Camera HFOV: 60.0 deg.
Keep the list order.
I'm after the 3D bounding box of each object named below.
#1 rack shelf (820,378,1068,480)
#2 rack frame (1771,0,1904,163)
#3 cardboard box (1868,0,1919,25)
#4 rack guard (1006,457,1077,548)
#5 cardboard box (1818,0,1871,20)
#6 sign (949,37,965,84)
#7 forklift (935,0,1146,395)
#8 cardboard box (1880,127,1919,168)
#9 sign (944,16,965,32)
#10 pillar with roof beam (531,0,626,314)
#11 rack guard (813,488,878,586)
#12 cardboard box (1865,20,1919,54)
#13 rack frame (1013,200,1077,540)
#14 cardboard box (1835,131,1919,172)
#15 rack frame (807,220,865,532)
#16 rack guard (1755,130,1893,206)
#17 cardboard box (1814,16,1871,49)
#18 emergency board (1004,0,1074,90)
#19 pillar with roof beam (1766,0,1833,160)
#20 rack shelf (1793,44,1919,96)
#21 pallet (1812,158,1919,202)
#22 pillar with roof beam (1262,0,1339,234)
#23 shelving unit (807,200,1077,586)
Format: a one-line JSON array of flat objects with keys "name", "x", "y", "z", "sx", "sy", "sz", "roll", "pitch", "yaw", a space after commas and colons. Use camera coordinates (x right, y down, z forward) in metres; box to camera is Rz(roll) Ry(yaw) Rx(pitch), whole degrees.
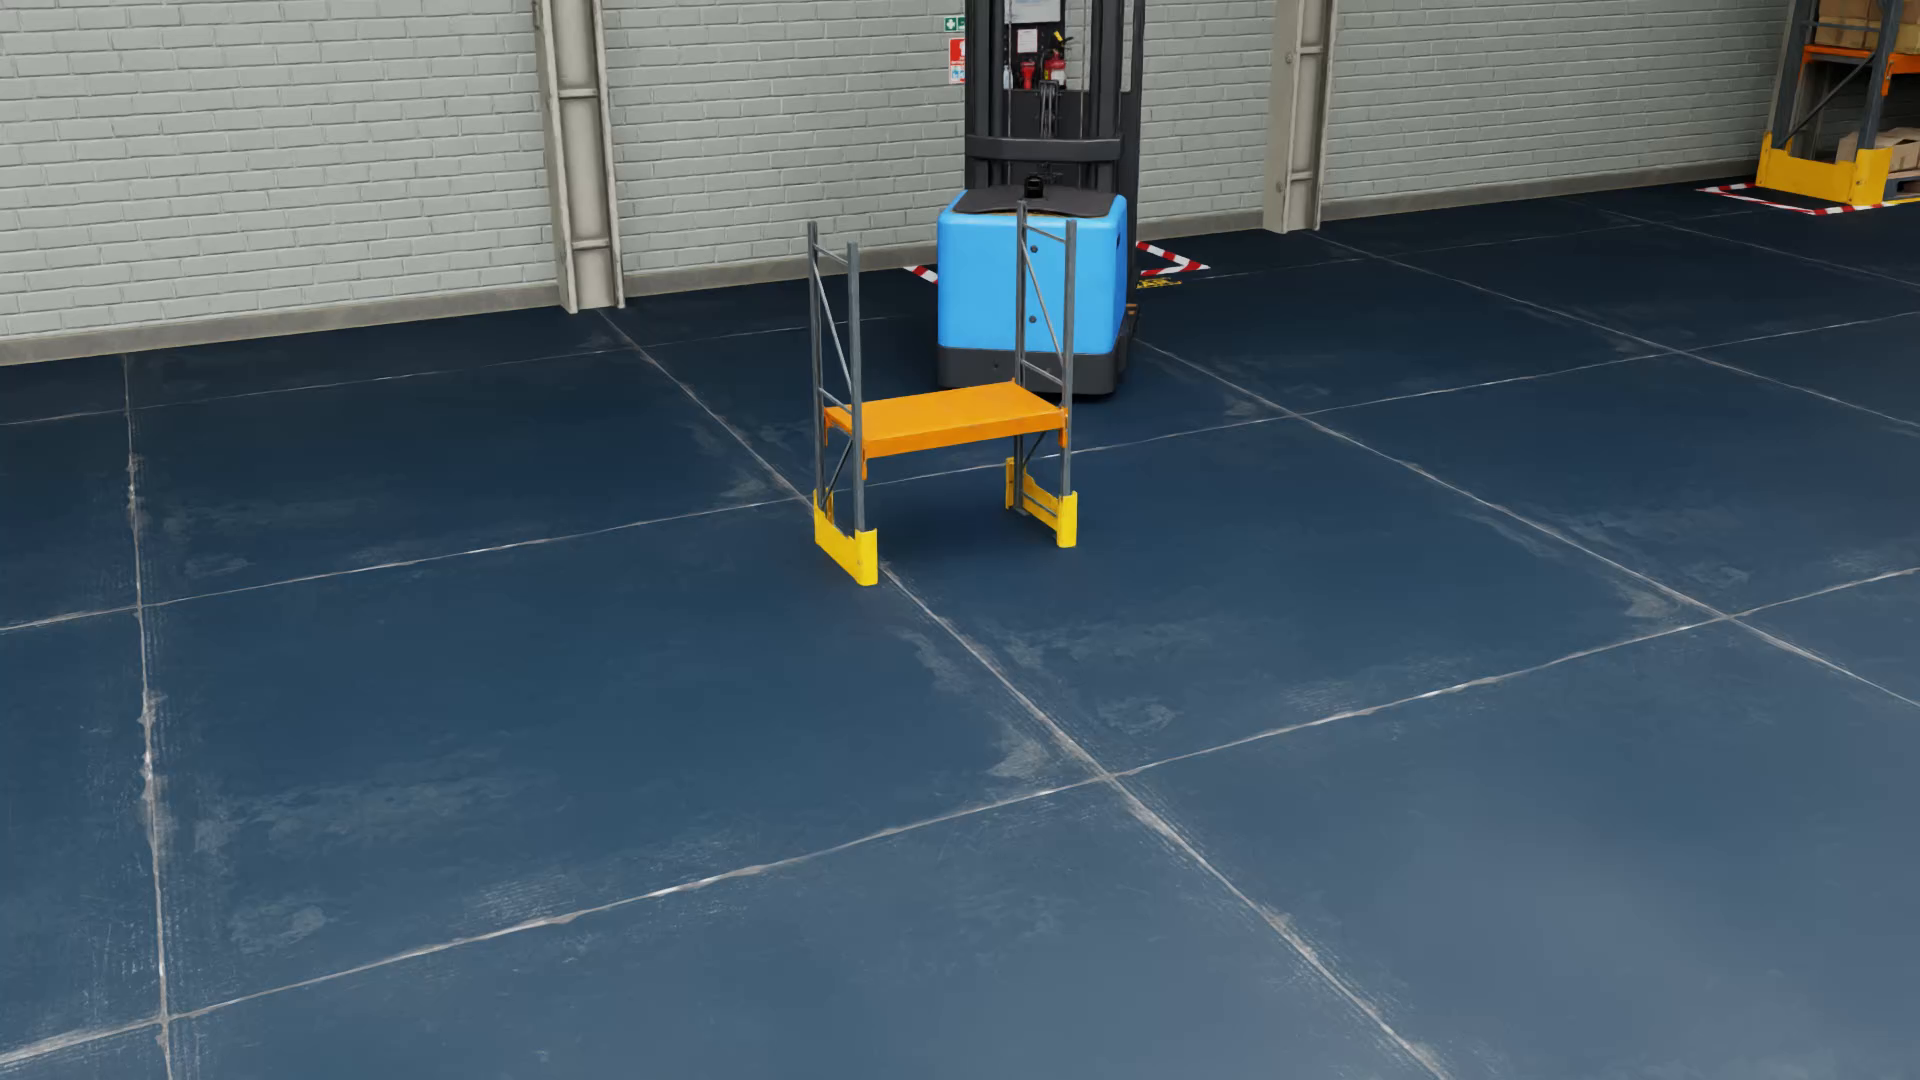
[{"name": "rack shelf", "x": -0.077, "y": -0.513, "z": 7.498, "sx": 1.000, "sy": 0.185, "sz": 0.538, "roll": -10, "pitch": 25, "yaw": -24}, {"name": "rack frame", "x": 7.961, "y": -4.619, "z": 14.986, "sx": 0.127, "sy": 3.000, "sz": 1.000, "roll": -10, "pitch": 25, "yaw": -24}, {"name": "cardboard box", "x": 8.521, "y": -4.881, "z": 14.808, "sx": 0.500, "sy": 0.500, "sz": 0.500, "roll": -10, "pitch": 25, "yaw": -24}, {"name": "rack guard", "x": 0.380, "y": -0.185, "z": 7.871, "sx": 0.087, "sy": 0.250, "sz": 0.587, "roll": -10, "pitch": 25, "yaw": -24}, {"name": "cardboard box", "x": 8.293, "y": -5.057, "z": 15.233, "sx": 0.500, "sy": 0.500, "sz": 0.500, "roll": -11, "pitch": 25, "yaw": -24}, {"name": "sign", "x": 0.024, "y": -3.601, "z": 12.481, "sx": 0.234, "sy": 0.329, "sz": 0.001, "roll": -10, "pitch": 25, "yaw": -24}, {"name": "forklift", "x": 0.614, "y": -2.723, "z": 10.496, "sx": 1.130, "sy": 2.935, "sz": 3.031, "roll": 4, "pitch": 23, "yaw": 9}, {"name": "cardboard box", "x": 9.137, "y": -3.758, "z": 15.847, "sx": 0.500, "sy": 0.311, "sz": 0.500, "roll": -8, "pitch": 24, "yaw": -19}, {"name": "sign", "x": 0.032, "y": -3.844, "z": 12.374, "sx": 0.331, "sy": 0.109, "sz": 0.001, "roll": -10, "pitch": 25, "yaw": -24}, {"name": "pillar with roof beam", "x": -0.729, "y": -4.331, "z": 6.446, "sx": 0.400, "sy": 9.000, "sz": 9.100, "roll": -10, "pitch": 25, "yaw": -24}, {"name": "rack guard", "x": -0.517, "y": -0.020, "z": 7.472, "sx": 0.087, "sy": 0.250, "sz": 0.587, "roll": -10, "pitch": 25, "yaw": -24}, {"name": "cardboard box", "x": 8.538, "y": -4.530, "z": 14.942, "sx": 0.500, "sy": 0.250, "sz": 0.500, "roll": -11, "pitch": 25, "yaw": -25}, {"name": "rack frame", "x": 0.381, "y": -0.763, "z": 7.633, "sx": 0.032, "sy": 1.500, "sz": 0.500, "roll": -10, "pitch": 25, "yaw": -24}, {"name": "cardboard box", "x": 8.623, "y": -3.663, "z": 15.618, "sx": 0.500, "sy": 0.311, "sz": 0.500, "roll": -14, "pitch": 26, "yaw": -30}, {"name": "rack frame", "x": -0.535, "y": -0.595, "z": 7.225, "sx": 0.032, "sy": 1.500, "sz": 0.500, "roll": -10, "pitch": 25, "yaw": -24}, {"name": "rack guard", "x": 8.029, "y": -3.476, "z": 15.494, "sx": 0.348, "sy": 0.500, "sz": 1.175, "roll": -10, "pitch": 25, "yaw": -24}, {"name": "cardboard box", "x": 8.298, "y": -4.703, "z": 15.359, "sx": 0.500, "sy": 0.250, "sz": 0.500, "roll": -10, "pitch": 25, "yaw": -23}, {"name": "emergency board", "x": 0.567, "y": -3.641, "z": 12.624, "sx": 0.643, "sy": 1.169, "sz": 0.194, "roll": -10, "pitch": 25, "yaw": -24}, {"name": "pillar with roof beam", "x": 10.084, "y": -6.321, "z": 11.255, "sx": 0.400, "sy": 9.000, "sz": 9.100, "roll": -10, "pitch": 25, "yaw": -24}, {"name": "rack shelf", "x": 9.763, "y": -4.618, "z": 15.925, "sx": 4.000, "sy": 0.370, "sz": 1.077, "roll": -10, "pitch": 25, "yaw": -24}, {"name": "pallet", "x": 8.777, "y": -3.465, "z": 15.846, "sx": 1.213, "sy": 0.211, "sz": 1.003, "roll": -10, "pitch": 25, "yaw": -24}, {"name": "pillar with roof beam", "x": 4.677, "y": -5.326, "z": 8.851, "sx": 0.400, "sy": 9.000, "sz": 9.100, "roll": -10, "pitch": 25, "yaw": -24}, {"name": "shelving unit", "x": -0.069, "y": -0.680, "z": 7.433, "sx": 1.083, "sy": 1.500, "sz": 0.587, "roll": -10, "pitch": 25, "yaw": -24}]
